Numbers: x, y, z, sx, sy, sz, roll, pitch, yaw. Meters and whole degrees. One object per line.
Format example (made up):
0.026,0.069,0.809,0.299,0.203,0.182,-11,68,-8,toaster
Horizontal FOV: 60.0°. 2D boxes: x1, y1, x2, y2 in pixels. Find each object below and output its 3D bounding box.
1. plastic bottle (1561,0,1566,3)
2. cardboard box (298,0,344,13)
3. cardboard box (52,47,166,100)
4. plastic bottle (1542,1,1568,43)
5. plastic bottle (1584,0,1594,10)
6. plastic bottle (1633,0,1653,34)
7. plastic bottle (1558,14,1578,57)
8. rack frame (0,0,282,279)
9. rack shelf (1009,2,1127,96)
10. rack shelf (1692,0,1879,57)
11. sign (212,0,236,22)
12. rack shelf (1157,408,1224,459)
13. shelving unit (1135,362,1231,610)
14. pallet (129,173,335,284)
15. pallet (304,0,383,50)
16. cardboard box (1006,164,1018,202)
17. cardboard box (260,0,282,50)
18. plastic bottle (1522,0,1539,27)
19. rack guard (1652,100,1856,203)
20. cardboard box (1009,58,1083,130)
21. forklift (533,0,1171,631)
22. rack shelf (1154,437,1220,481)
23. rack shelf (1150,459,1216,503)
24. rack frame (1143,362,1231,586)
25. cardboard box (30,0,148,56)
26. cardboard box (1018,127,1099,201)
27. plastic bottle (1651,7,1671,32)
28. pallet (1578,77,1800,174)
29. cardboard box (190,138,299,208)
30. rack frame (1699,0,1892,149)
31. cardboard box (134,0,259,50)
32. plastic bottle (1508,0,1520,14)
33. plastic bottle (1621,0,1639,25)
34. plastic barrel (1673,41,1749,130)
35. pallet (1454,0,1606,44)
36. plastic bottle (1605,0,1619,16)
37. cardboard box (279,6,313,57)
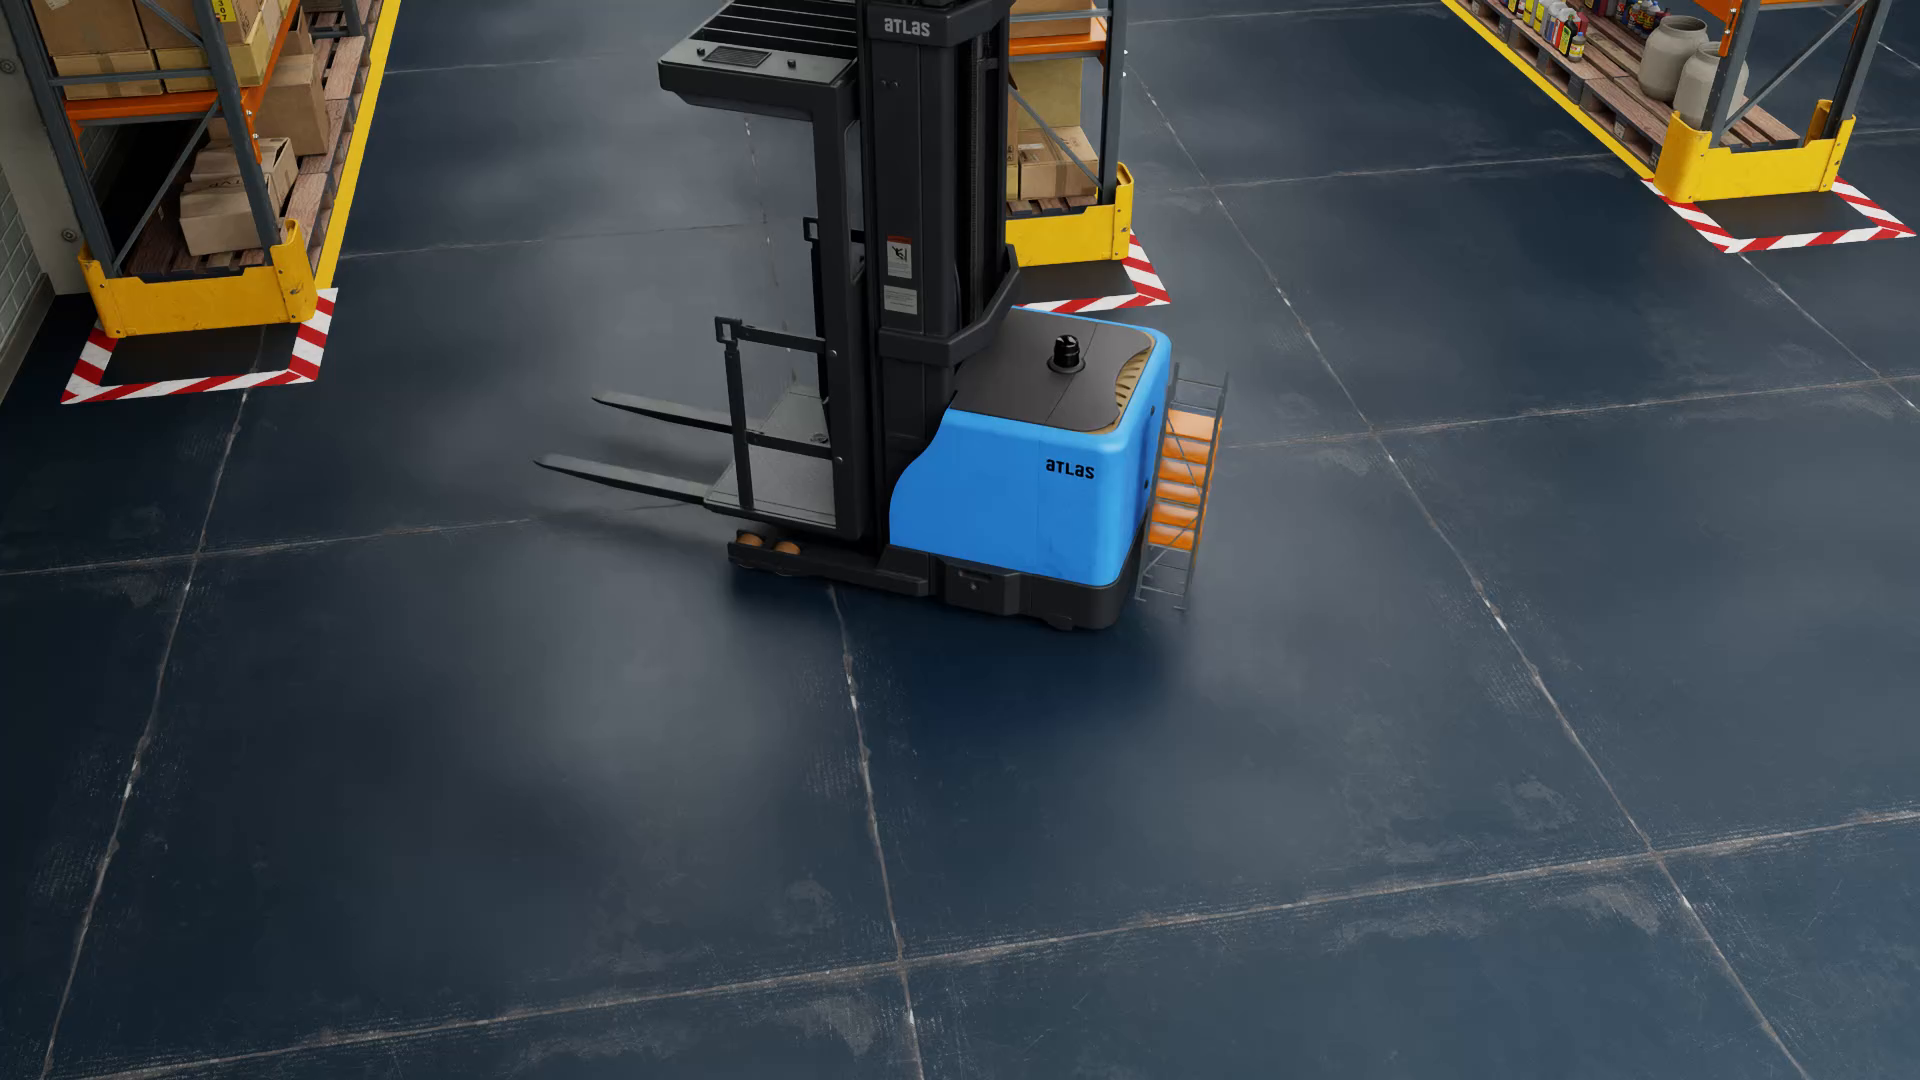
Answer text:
4.620,-4.178,12.945,0.152,0.276,0.135,-6,38,-8,plastic bottle
-5.261,-4.516,13.197,0.700,0.500,0.500,-5,38,-6,cardboard box
-4.687,-2.681,9.262,0.500,0.250,0.500,-6,38,-7,cardboard box
4.544,-3.935,12.632,0.152,0.276,0.135,-7,38,-9,plastic bottle
5.028,-4.358,13.170,0.061,0.283,0.133,-6,38,-8,plastic bottle
5.250,-4.029,12.756,0.097,0.271,0.097,0,38,0,plastic bottle
4.547,-3.768,12.410,0.061,0.283,0.133,-5,38,-7,plastic bottle
-4.415,-2.471,8.885,1.000,3.000,0.127,-6,38,-8,rack frame
0.111,-3.930,11.349,1.077,0.370,4.000,-6,38,-8,rack shelf
4.988,-4.460,12.032,1.077,0.370,4.000,-6,38,-8,rack shelf
-3.880,-2.871,8.695,0.100,0.325,0.005,-6,38,-8,sign
1.004,-0.466,7.247,0.258,0.103,0.180,12,39,10,rack shelf
0.987,-0.221,7.445,0.258,1.200,0.189,12,39,10,shelving unit
-4.535,-1.910,10.436,1.003,0.211,1.213,-6,38,-8,pallet
-5.254,-4.255,13.455,1.003,0.211,1.213,-6,38,-8,pallet
0.077,-2.378,10.665,0.500,0.250,0.500,-6,38,-8,cardboard box
-4.293,-3.060,9.750,0.500,0.250,0.500,-7,38,-9,cardboard box
4.478,-4.177,12.882,0.144,0.351,0.185,-7,38,-8,plastic bottle
5.279,-2.590,11.076,1.175,0.500,0.348,-6,38,-8,rack guard
0.497,-3.031,10.895,0.500,0.500,0.500,-6,38,-8,cardboard box
-0.591,-1.278,7.405,3.031,2.935,1.130,11,39,14,forklift
0.997,-0.373,7.322,0.258,0.103,0.180,12,39,10,rack shelf
0.991,-0.279,7.397,0.258,0.103,0.180,12,39,10,rack shelf
1.012,-0.275,7.514,0.240,1.200,0.006,12,39,10,rack frame
-4.706,-2.977,9.032,0.500,0.500,0.500,-7,38,-8,cardboard box
0.587,-2.433,10.736,0.500,0.250,0.500,-6,38,-8,cardboard box
5.306,-3.905,12.586,0.061,0.283,0.133,-6,38,-7,plastic bottle
5.142,-2.967,11.797,1.003,0.211,1.213,-6,38,-8,pallet
-4.547,-2.354,10.569,0.500,0.311,0.500,-3,38,-4,cardboard box
5.339,-3.536,10.257,1.000,3.000,0.127,-6,38,-8,rack frame
-4.202,-3.036,9.108,0.500,0.500,0.500,-6,38,-8,cardboard box
4.392,-4.303,13.099,0.061,0.283,0.133,-5,38,-6,plastic bottle
5.215,-4.151,12.913,0.097,0.271,0.097,0,38,0,plastic bottle
5.148,-3.109,11.392,0.421,0.512,0.421,0,38,0,plastic barrel
4.715,-4.441,13.694,1.003,0.211,1.213,-6,38,-8,pallet
5.149,-4.283,13.079,0.152,0.276,0.135,-6,38,-7,plastic bottle
-4.894,-3.451,11.825,0.500,0.500,0.500,-9,39,-11,cardboard box
